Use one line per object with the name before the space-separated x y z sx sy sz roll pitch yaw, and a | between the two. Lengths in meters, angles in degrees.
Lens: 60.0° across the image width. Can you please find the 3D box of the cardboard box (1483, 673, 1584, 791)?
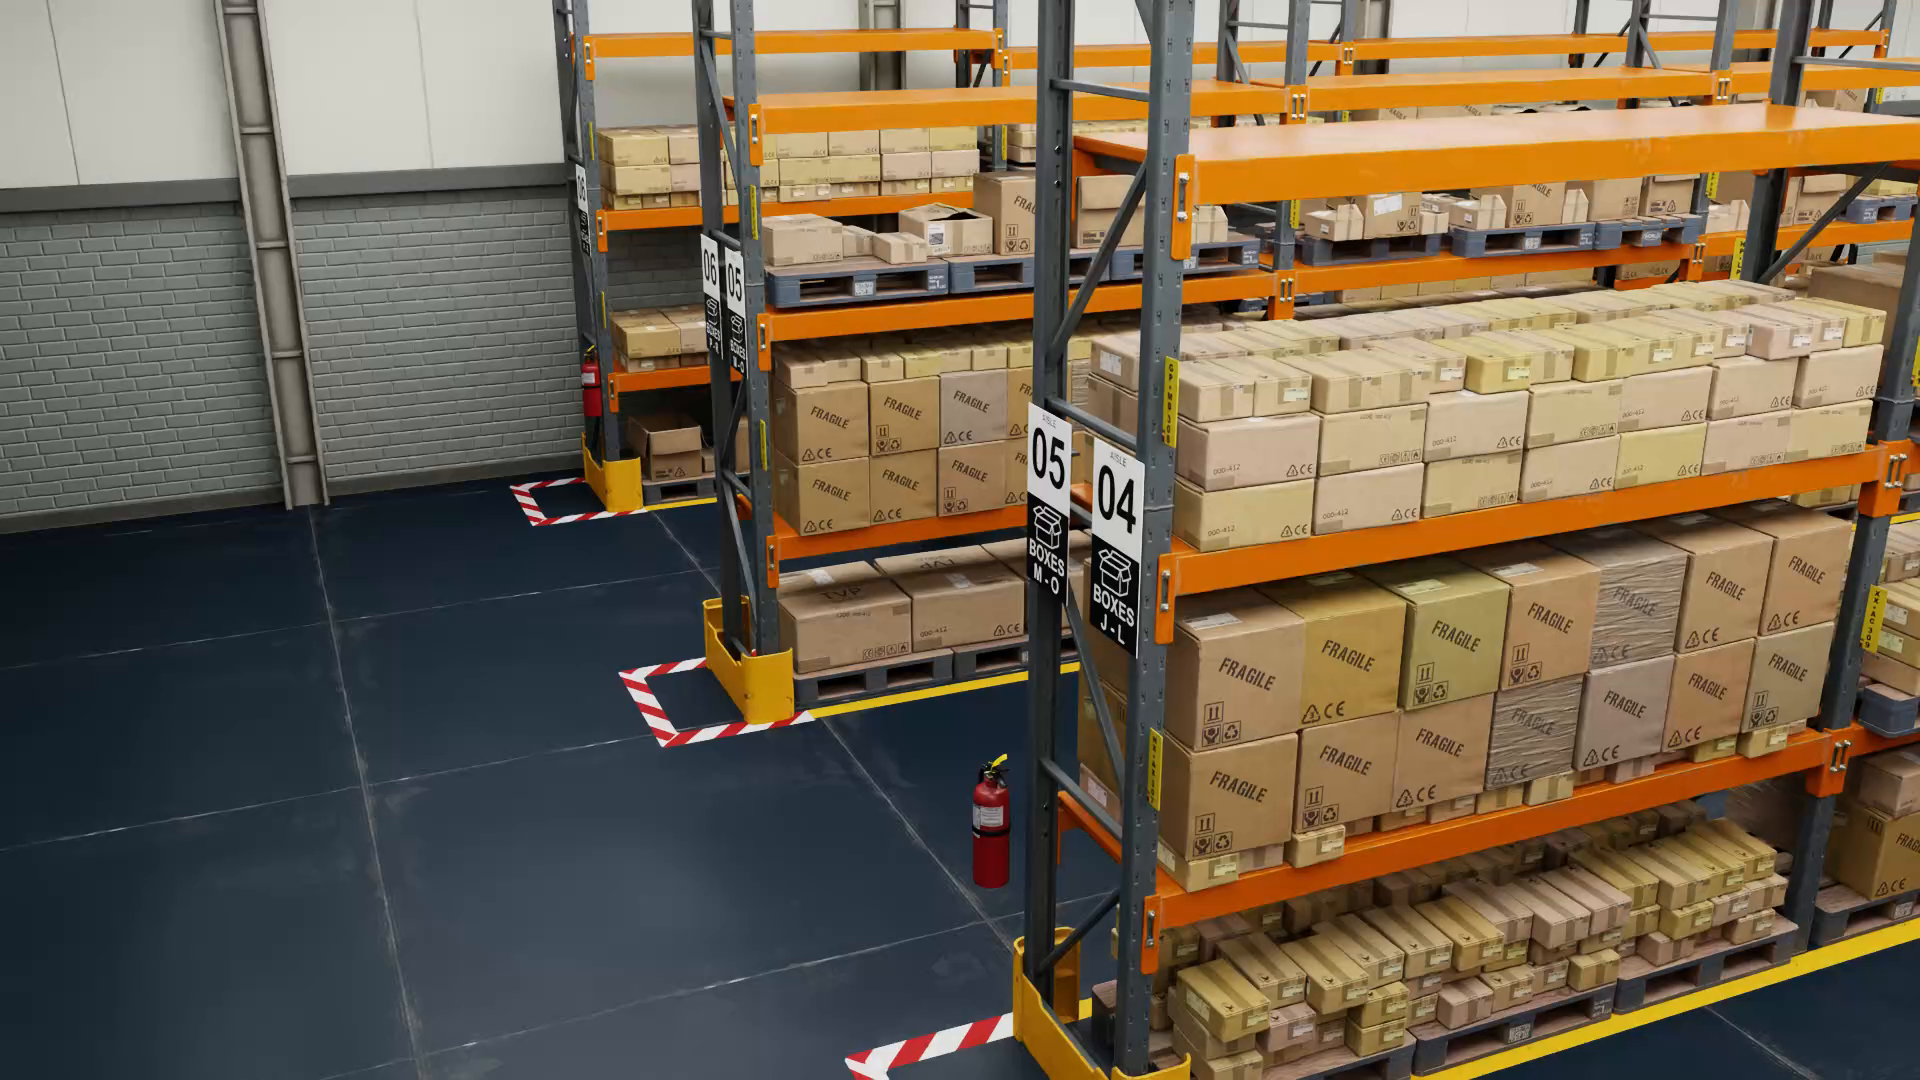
cardboard box | 2.481 0.784 7.679 0.500 0.500 0.500 -9 21 -23

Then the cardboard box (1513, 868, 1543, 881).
cardboard box | 2.854 1.752 8.742 0.250 0.149 0.380 -7 21 -19

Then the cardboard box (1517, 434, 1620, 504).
cardboard box | 2.502 -0.375 7.280 0.500 0.250 0.500 -8 21 -22

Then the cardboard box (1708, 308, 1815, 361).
cardboard box | 3.605 -0.932 7.510 0.250 0.149 0.380 -8 21 -22

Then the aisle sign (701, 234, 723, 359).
aisle sign | -1.685 -1.653 11.286 0.004 0.787 0.394 -8 21 -22

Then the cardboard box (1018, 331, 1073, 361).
cardboard box | 0.602 -1.369 11.762 0.250 0.149 0.380 -8 21 -22

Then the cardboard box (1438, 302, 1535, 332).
cardboard box | 2.406 -0.979 7.641 0.250 0.149 0.380 -9 21 -24

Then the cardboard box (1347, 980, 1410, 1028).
cardboard box | 1.882 2.091 7.778 0.250 0.149 0.380 -7 21 -20

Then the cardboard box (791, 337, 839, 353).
cardboard box | -1.022 -1.316 11.609 0.250 0.149 0.380 -8 21 -21

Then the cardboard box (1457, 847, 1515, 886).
cardboard box | 2.629 1.654 8.573 0.250 0.149 0.380 -9 21 -24

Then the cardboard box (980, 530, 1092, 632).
cardboard box | 0.736 0.310 12.850 0.875 0.438 0.875 -9 21 -24

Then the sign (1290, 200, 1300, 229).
sign | 2.398 -2.395 11.893 0.005 0.325 0.100 -8 21 -22

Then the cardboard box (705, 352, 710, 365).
cardboard box | -2.356 -1.803 16.005 0.250 0.149 0.380 -7 21 -20

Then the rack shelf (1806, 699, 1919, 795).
rack shelf | 6.067 0.704 9.588 4.000 0.370 1.077 -8 21 -22

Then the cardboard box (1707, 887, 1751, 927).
cardboard box | 3.824 1.812 8.571 0.250 0.149 0.380 -9 21 -25

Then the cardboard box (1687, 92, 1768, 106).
cardboard box | 9.384 -5.367 20.292 0.637 0.503 0.797 -7 21 -20

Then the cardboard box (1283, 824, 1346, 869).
cardboard box | 1.470 1.265 7.291 0.250 0.149 0.380 -9 21 -23

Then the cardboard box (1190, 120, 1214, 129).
cardboard box | 2.490 -4.274 17.304 0.250 0.149 0.380 -8 21 -22

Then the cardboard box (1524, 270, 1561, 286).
cardboard box | 6.734 -3.149 19.675 0.500 0.250 0.500 -8 21 -22

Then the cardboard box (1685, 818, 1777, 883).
cardboard box | 4.007 1.620 8.668 0.250 0.149 0.380 -8 21 -20

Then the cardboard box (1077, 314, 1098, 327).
cardboard box | 0.829 -1.605 12.432 0.250 0.149 0.380 -9 21 -23

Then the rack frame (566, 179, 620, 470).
rack frame | -3.465 -1.855 15.774 0.127 3.000 1.000 -8 21 -22

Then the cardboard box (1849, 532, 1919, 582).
cardboard box | 5.006 0.087 9.109 0.250 0.149 0.380 -9 21 -24

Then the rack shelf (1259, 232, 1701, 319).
rack shelf | 4.013 -2.207 13.339 4.000 0.370 1.077 -8 21 -22

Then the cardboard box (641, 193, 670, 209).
cardboard box | -2.850 -3.165 15.356 0.250 0.149 0.380 -8 21 -21

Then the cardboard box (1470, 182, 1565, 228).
cardboard box | 4.346 -2.734 12.971 0.500 0.500 0.500 -8 21 -21

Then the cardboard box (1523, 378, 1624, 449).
cardboard box | 2.475 -0.603 7.174 0.500 0.250 0.500 -9 21 -24

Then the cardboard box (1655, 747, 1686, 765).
cardboard box | 3.335 0.953 8.178 0.250 0.149 0.380 -9 21 -23

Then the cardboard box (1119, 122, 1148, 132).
cardboard box | 1.811 -4.159 16.949 0.250 0.149 0.380 -8 21 -22

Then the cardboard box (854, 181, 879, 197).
cardboard box | -0.966 -3.419 16.078 0.250 0.149 0.380 -7 21 -20

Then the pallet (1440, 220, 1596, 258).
pallet | 4.254 -2.471 13.291 1.213 0.211 1.003 -7 21 -19

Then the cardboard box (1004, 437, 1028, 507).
cardboard box | 0.439 -0.572 11.979 0.500 0.500 0.500 -7 21 -20

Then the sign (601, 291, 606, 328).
sign | -3.250 -2.098 15.160 0.005 0.325 0.100 -8 21 -22

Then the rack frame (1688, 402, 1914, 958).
rack frame | 4.230 0.628 8.721 0.127 3.000 1.000 -8 21 -22

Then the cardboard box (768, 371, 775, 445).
cardboard box | -1.148 -0.997 11.680 0.500 0.500 0.500 -7 21 -20

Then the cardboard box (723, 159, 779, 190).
cardboard box | -2.016 -3.451 15.568 0.500 0.250 0.500 -9 21 -24

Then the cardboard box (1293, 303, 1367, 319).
cardboard box | 2.960 -1.592 13.372 0.500 0.500 0.500 -8 21 -21

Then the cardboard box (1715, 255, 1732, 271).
cardboard box | 9.470 -3.660 20.749 0.500 0.500 0.500 -8 21 -22

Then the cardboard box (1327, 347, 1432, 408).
cardboard box | 1.688 -0.660 6.736 0.250 0.149 0.380 -8 21 -21

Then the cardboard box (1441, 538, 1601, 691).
cardboard box | 2.489 0.319 7.495 0.500 0.500 0.500 -9 21 -24

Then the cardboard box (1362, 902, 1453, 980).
cardboard box | 2.114 1.897 7.883 0.250 0.149 0.380 -7 21 -20

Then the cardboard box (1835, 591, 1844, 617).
cardboard box | 4.518 0.296 8.964 0.250 0.149 0.380 -7 21 -20

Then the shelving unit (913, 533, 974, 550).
shelving unit | -0.152 -0.544 14.761 0.503 1.200 0.258 -8 21 -22

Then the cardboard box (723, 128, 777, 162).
cardboard box | -2.028 -3.688 15.490 0.500 0.250 0.500 -8 21 -23

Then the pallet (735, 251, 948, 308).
pallet | -0.819 -1.816 11.279 1.213 0.211 1.003 -8 21 -22

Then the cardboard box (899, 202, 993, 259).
cardboard box | -0.102 -2.142 11.422 0.500 0.311 0.500 -8 21 -21

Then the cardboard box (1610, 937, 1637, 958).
cardboard box | 3.227 1.991 8.511 0.250 0.149 0.380 -9 21 -23

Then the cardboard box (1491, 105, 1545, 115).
cardboard box | 6.280 -4.781 18.919 0.500 0.311 0.500 -9 21 -24

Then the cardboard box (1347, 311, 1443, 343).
cardboard box | 1.935 -0.906 7.434 0.250 0.149 0.380 -8 21 -21

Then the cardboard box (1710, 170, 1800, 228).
cardboard box | 6.724 -2.978 14.296 0.500 0.500 0.700 -8 21 -22

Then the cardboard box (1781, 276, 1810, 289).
cardboard box | 7.592 -2.134 15.335 0.500 0.500 0.500 -9 21 -24

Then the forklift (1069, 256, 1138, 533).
forklift | 2.016 -1.681 15.384 3.031 2.935 1.130 -8 21 -21

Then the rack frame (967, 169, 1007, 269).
rack frame | 0.207 -2.381 17.268 0.127 3.000 1.000 -8 21 -22

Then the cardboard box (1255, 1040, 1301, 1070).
cardboard box | 1.373 2.270 7.718 0.250 0.149 0.380 -8 21 -22
